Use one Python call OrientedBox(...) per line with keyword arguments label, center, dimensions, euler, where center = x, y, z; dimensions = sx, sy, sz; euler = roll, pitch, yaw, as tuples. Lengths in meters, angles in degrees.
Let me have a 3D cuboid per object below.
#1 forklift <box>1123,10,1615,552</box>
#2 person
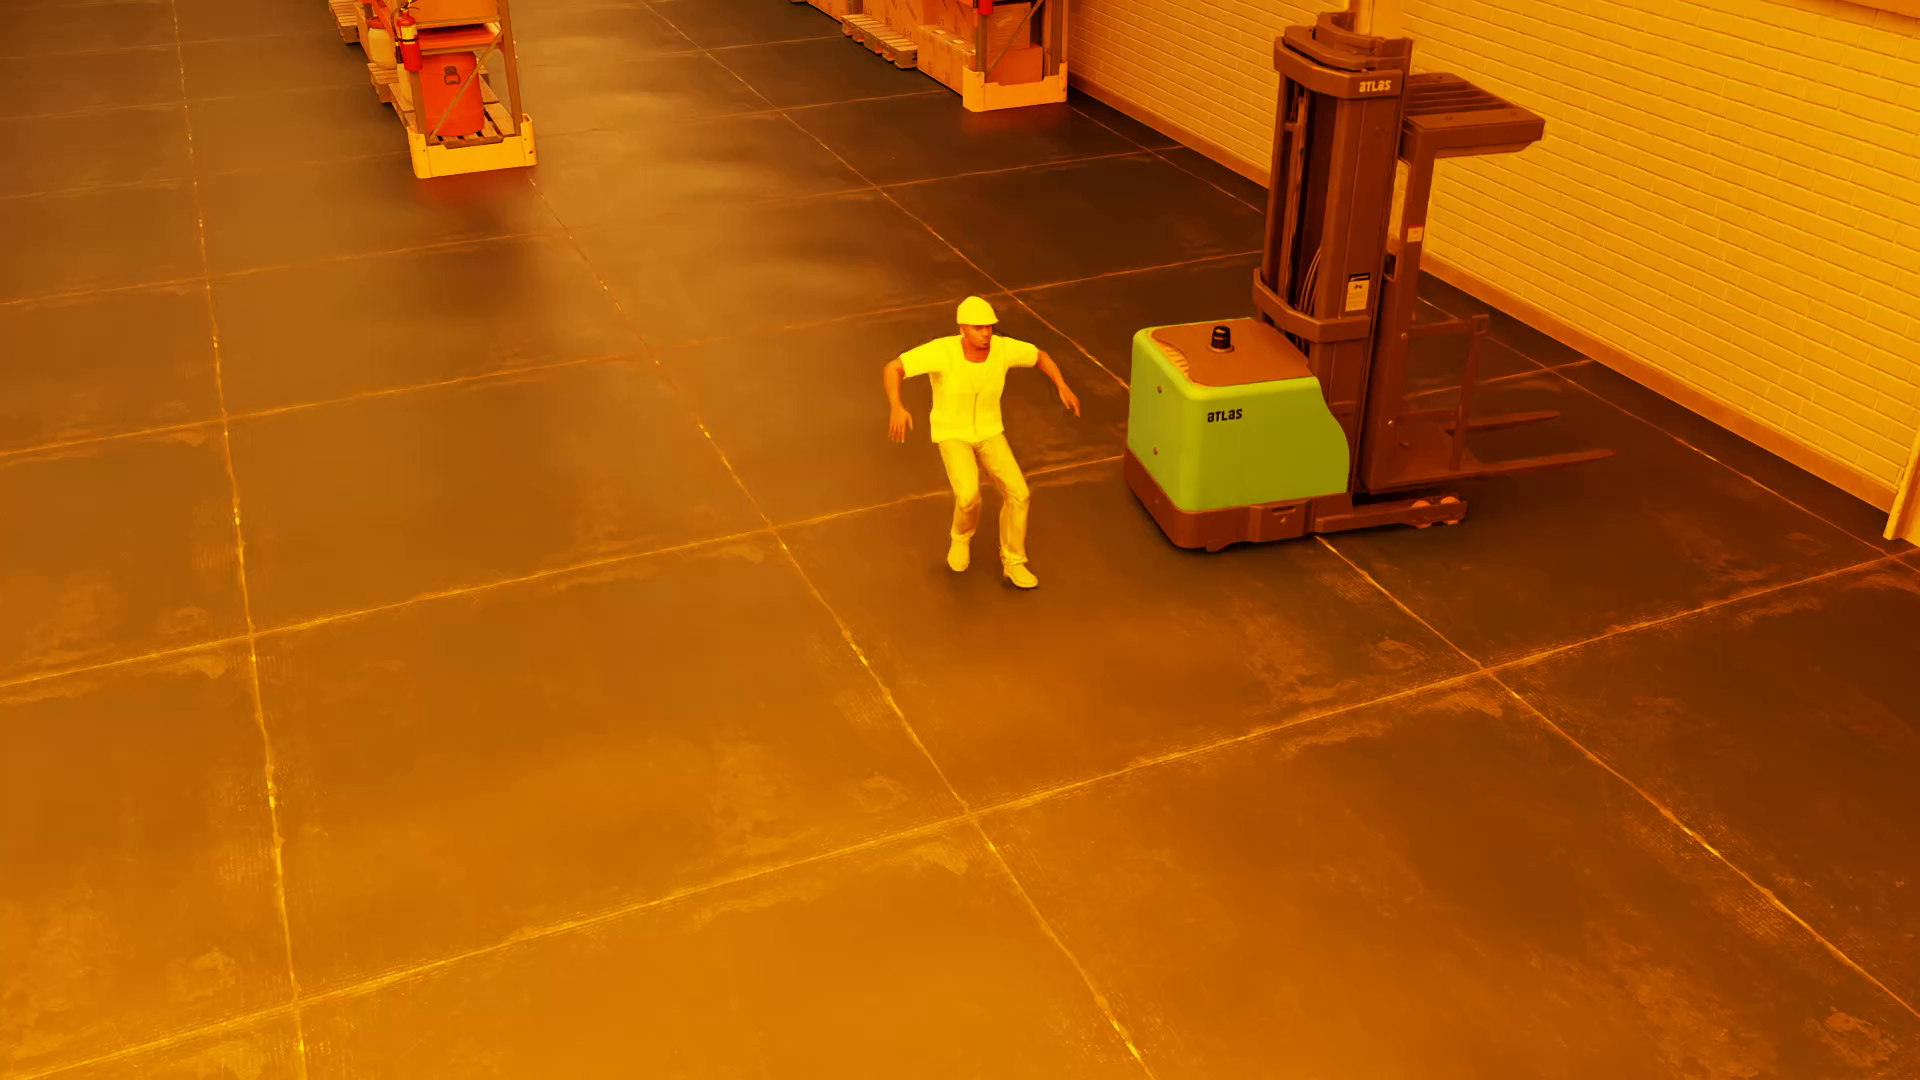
OrientedBox(label="forklift", center=(2.619, -1.591, 9.902), dimensions=(3.031, 2.935, 1.130), euler=(-7, 31, -13))
OrientedBox(label="person", center=(0.166, -0.547, 9.415), dimensions=(1.170, 1.617, 0.800), euler=(-11, 32, -18))
